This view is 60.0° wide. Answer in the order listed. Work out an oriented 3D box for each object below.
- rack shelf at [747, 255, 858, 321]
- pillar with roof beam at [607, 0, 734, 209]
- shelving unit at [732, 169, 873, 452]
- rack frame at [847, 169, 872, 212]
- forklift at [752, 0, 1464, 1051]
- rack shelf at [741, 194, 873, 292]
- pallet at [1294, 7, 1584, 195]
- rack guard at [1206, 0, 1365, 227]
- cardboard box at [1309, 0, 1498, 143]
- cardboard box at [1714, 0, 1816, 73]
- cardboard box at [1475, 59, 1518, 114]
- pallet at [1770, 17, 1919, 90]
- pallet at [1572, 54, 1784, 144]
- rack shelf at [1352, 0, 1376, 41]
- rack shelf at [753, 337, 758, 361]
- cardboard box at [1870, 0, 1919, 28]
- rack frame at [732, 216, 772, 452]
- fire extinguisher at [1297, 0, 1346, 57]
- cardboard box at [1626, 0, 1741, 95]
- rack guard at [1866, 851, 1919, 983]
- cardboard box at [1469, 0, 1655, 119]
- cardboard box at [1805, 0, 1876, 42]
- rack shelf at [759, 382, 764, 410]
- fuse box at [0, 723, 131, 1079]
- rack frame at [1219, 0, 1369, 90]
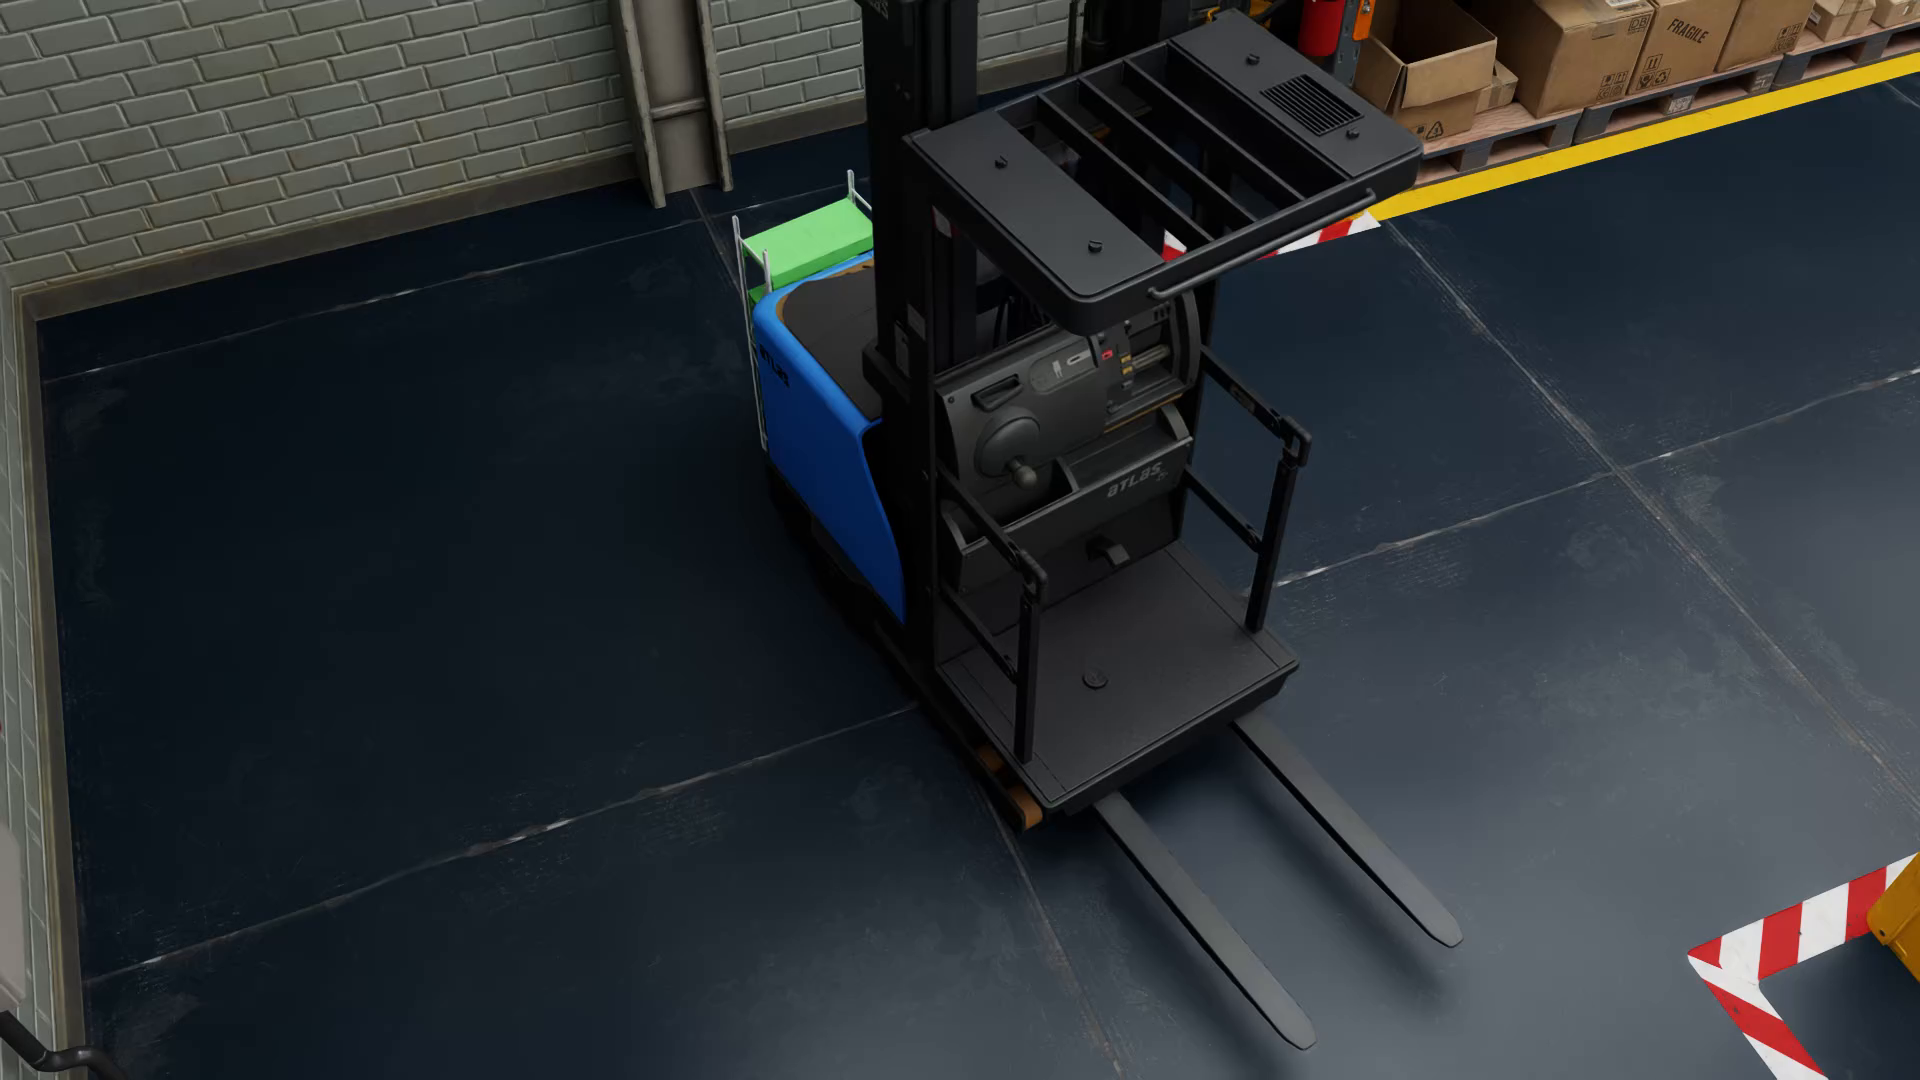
[{"bbox_3d":[-0.550,-0.923,6.360,0.480,0.148,0.258,-27,55,-21],"label":"rack shelf"},{"bbox_3d":[0.293,-1.656,2.081,0.400,9.000,9.100,-17,52,-14],"label":"pillar with roof beam"},{"bbox_3d":[-0.550,-0.808,6.494,0.503,1.200,0.258,-27,55,-21],"label":"shelving unit"},{"bbox_3d":[-0.347,-0.912,6.583,0.015,1.200,0.240,-27,55,-21],"label":"rack frame"},{"bbox_3d":[0.473,-0.377,4.982,1.130,2.935,3.031,-27,54,-21],"label":"forklift"},{"bbox_3d":[-0.550,-1.079,6.178,0.480,0.148,0.258,-27,55,-21],"label":"rack shelf"},{"bbox_3d":[2.310,-2.208,8.348,1.213,0.211,1.003,-17,52,-14],"label":"pallet"},{"bbox_3d":[1.572,-2.073,8.041,0.348,0.500,1.175,-17,52,-14],"label":"rack guard"},{"bbox_3d":[2.104,-2.298,7.956,0.637,0.503,0.797,-19,52,-16],"label":"cardboard box"},{"bbox_3d":[3.871,-2.812,8.400,0.500,0.500,0.700,-19,52,-16],"label":"cardboard box"},{"bbox_3d":[2.512,-2.277,8.171,0.250,0.149,0.380,-19,52,-16],"label":"cardboard box"},{"bbox_3d":[4.569,-2.908,8.949,1.213,0.211,1.003,-17,52,-14],"label":"pallet"},{"bbox_3d":[3.438,-2.555,8.646,1.213,0.211,1.003,-17,52,-14],"label":"pallet"},{"bbox_3d":[3.353,-3.205,7.840,4.000,0.370,1.077,-17,52,-14],"label":"rack shelf"},{"bbox_3d":[-0.550,-0.767,6.542,0.480,0.148,0.258,-27,55,-21],"label":"rack shelf"},{"bbox_3d":[4.800,-2.855,8.667,0.250,0.149,0.380,-19,52,-15],"label":"cardboard box"},{"bbox_3d":[-0.752,-0.705,6.405,0.015,1.200,0.240,-27,55,-21],"label":"rack frame"},{"bbox_3d":[1.540,-2.352,6.930,0.183,0.674,0.296,-17,52,-14],"label":"fire extinguisher"},{"bbox_3d":[3.437,-2.596,8.214,0.500,0.500,0.500,-16,51,-14],"label":"cardboard box"},{"bbox_3d":[3.360,1.441,5.024,0.348,0.500,1.175,-17,52,-14],"label":"rack guard"},{"bbox_3d":[2.910,-2.515,8.144,0.500,0.500,0.700,-15,51,-13],"label":"cardboard box"},{"bbox_3d":[4.470,-2.790,8.535,0.258,0.266,0.396,-16,51,-13],"label":"cardboard box"},{"bbox_3d":[-0.550,-0.610,6.724,0.480,0.148,0.258,-27,55,-21],"label":"rack shelf"},{"bbox_3d":[-2.488,1.156,4.470,0.414,1.711,0.539,-17,52,-14],"label":"fuse box"},{"bbox_3d":[1.502,-2.865,7.074,0.127,3.000,1.000,-17,52,-14],"label":"rack frame"}]
